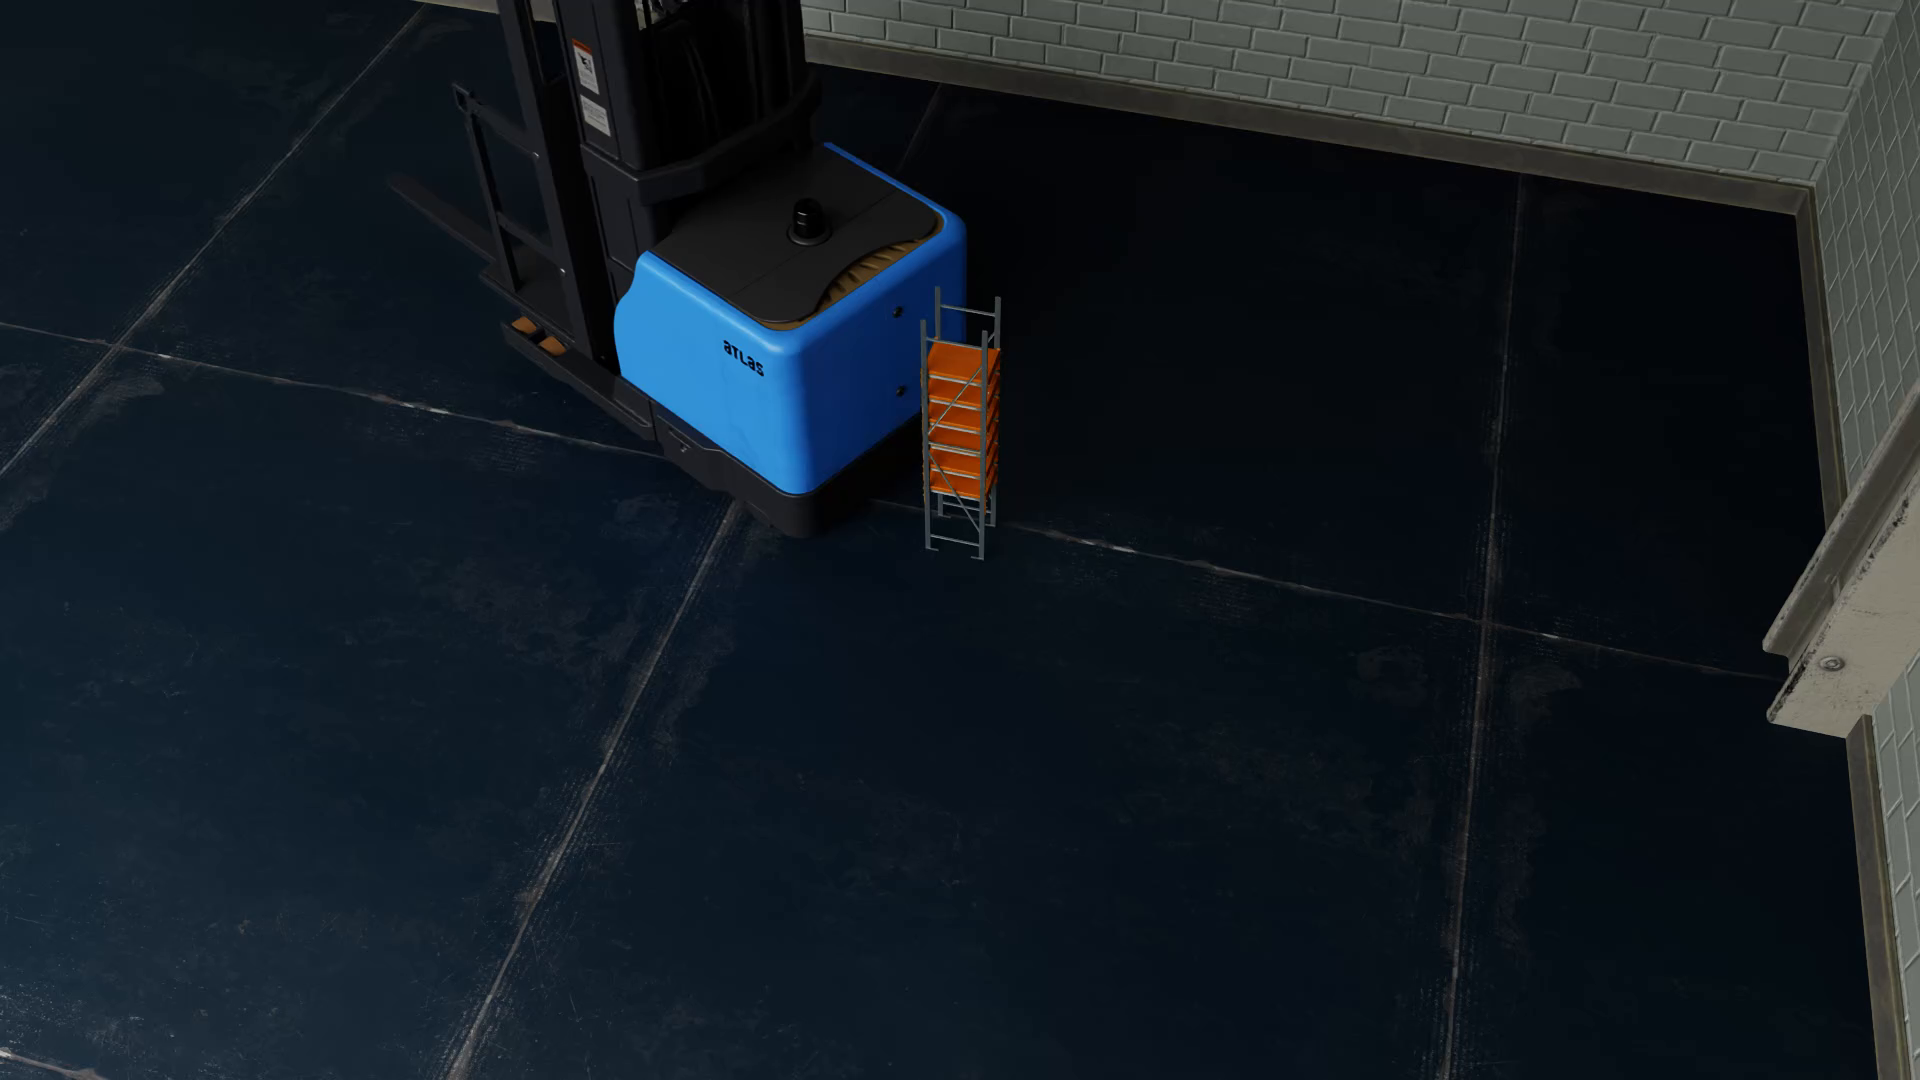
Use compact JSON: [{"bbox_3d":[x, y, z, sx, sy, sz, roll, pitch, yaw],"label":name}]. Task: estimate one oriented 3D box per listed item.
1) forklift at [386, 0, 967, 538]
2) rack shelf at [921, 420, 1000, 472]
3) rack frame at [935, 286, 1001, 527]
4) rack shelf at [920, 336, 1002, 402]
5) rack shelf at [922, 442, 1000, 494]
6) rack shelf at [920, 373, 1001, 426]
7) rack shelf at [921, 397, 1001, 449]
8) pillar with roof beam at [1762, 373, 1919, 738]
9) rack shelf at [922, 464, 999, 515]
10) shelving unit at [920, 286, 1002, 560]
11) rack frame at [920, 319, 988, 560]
[{"bbox_3d":[-1.383,-1.953,6.438,3.031,2.935,1.130,35,57,27],"label":"forklift"},{"bbox_3d":[0.004,-0.378,6.262,0.258,0.103,0.180,12,50,10],"label":"rack shelf"},{"bbox_3d":[0.028,-0.474,6.287,0.240,1.200,0.006,12,50,10],"label":"rack frame"},{"bbox_3d":[0.004,-0.616,5.992,0.258,0.103,0.180,12,50,10],"label":"rack shelf"},{"bbox_3d":[0.004,-0.299,6.352,0.258,0.103,0.180,12,50,10],"label":"rack shelf"},{"bbox_3d":[0.004,-0.537,6.082,0.258,0.103,0.180,12,50,10],"label":"rack shelf"},{"bbox_3d":[0.004,-0.458,6.172,0.258,0.103,0.180,12,50,10],"label":"rack shelf"},{"bbox_3d":[-0.999,-3.275,3.557,9.100,9.000,0.400,12,50,10],"label":"pillar with roof beam"},{"bbox_3d":[0.004,-0.219,6.441,0.258,0.103,0.180,12,50,10],"label":"rack shelf"},{"bbox_3d":[0.004,-0.408,6.228,0.258,1.200,0.189,12,50,10],"label":"shelving unit"},{"bbox_3d":[-0.020,-0.341,6.170,0.240,1.200,0.006,12,50,10],"label":"rack frame"}]
